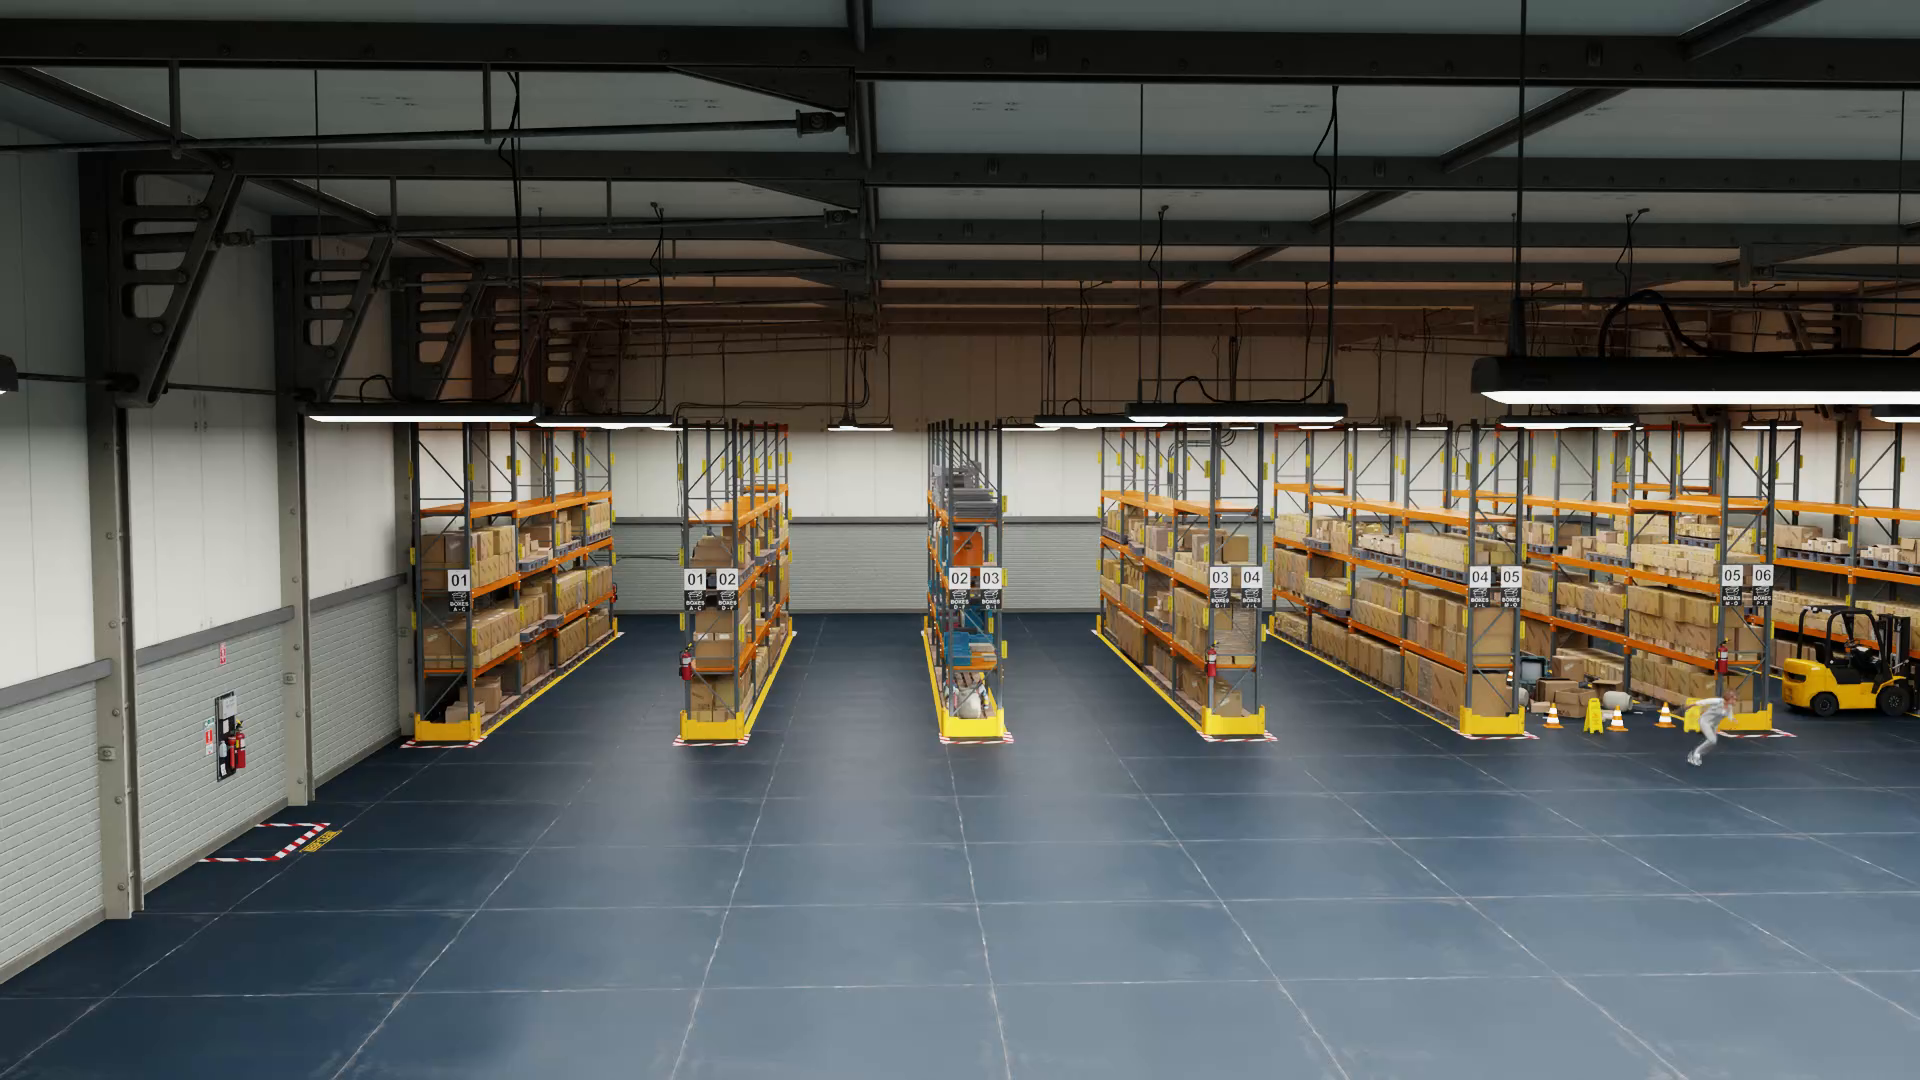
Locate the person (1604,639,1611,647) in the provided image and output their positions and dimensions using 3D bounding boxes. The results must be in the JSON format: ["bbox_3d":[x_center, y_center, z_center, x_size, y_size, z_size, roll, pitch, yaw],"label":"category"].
[{"bbox_3d":[16.906,2.036,44.144,0.661,1.695,0.926,-1,4,-16],"label":"person"}]

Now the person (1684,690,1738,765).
[{"bbox_3d":[12.898,3.220,28.436,0.534,1.347,0.915,-1,4,-22],"label":"person"}]
